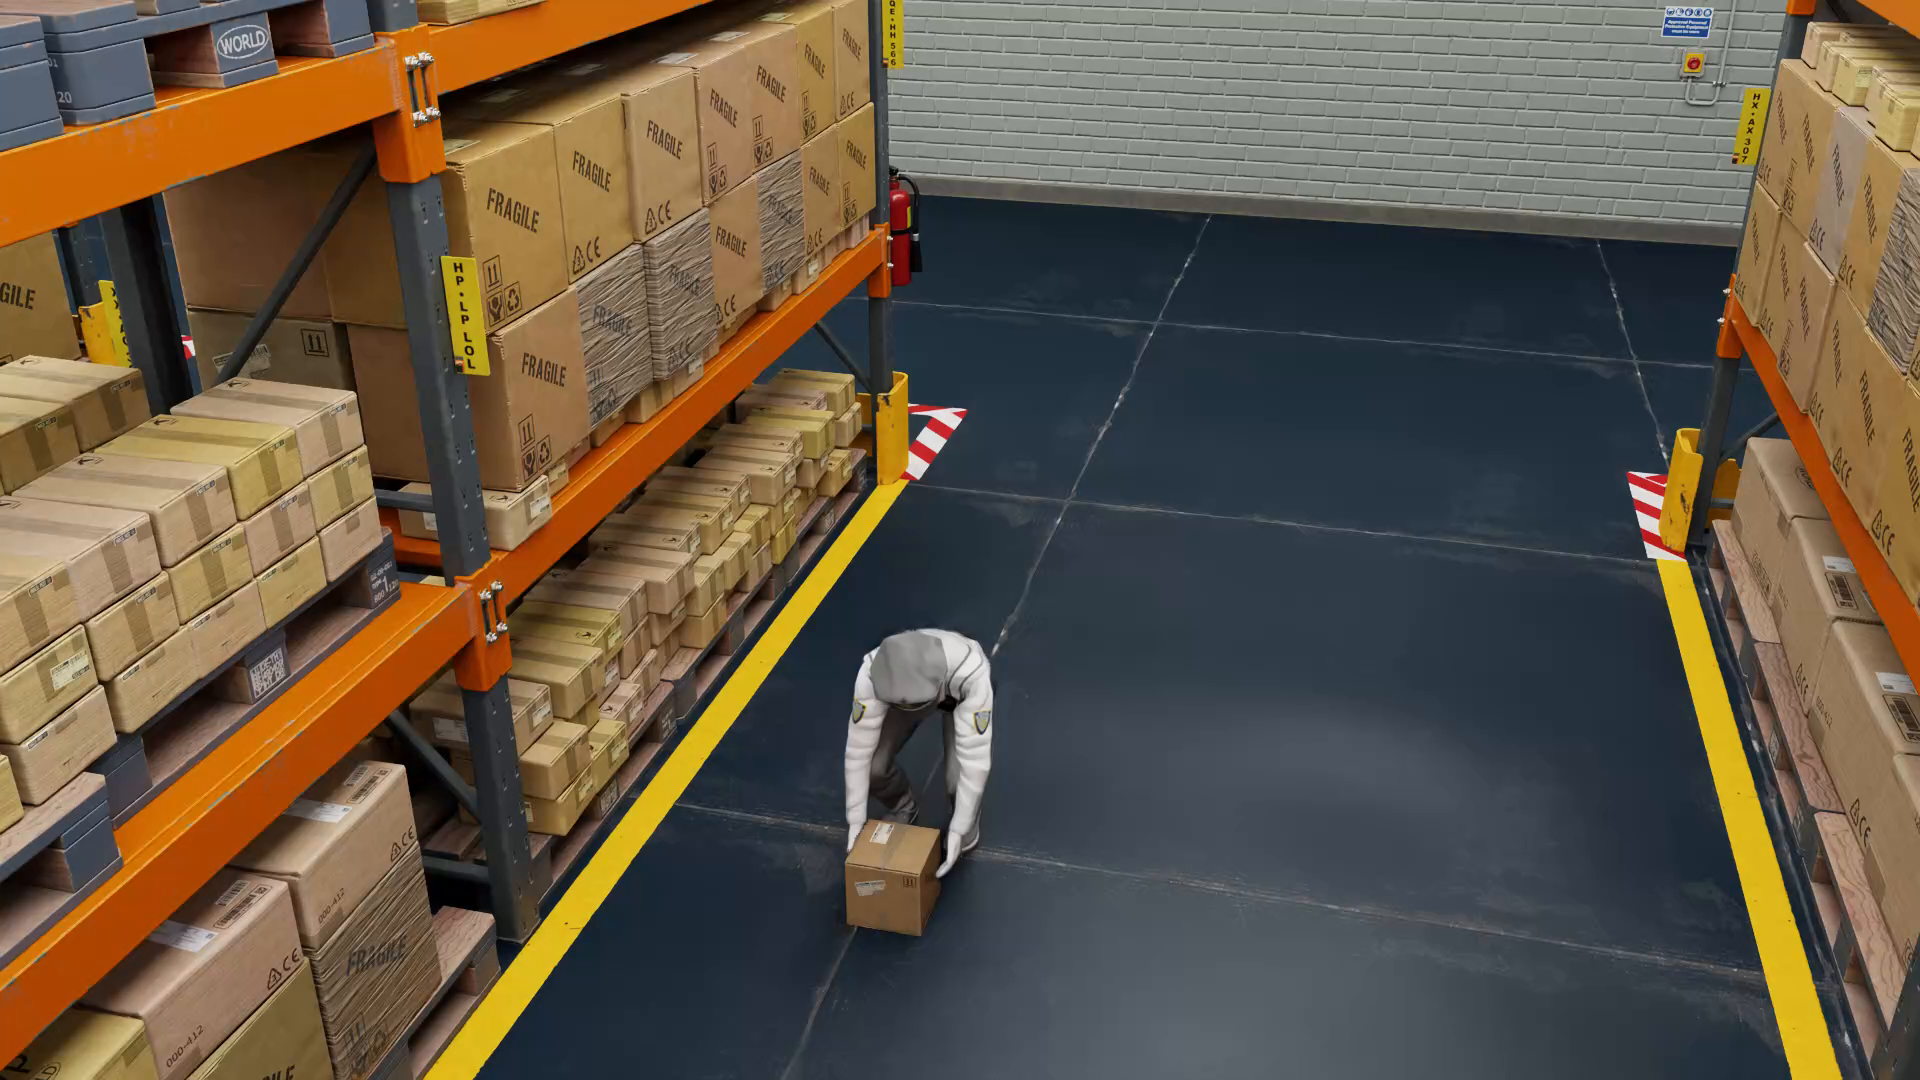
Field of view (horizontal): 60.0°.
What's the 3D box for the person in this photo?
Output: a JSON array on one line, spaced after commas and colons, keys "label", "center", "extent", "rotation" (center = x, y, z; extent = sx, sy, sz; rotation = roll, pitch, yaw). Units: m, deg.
[{"label": "person", "center": [-0.102, 0.637, 5.573], "extent": [0.489, 0.982, 0.845], "rotation": [6, 26, 13]}]
